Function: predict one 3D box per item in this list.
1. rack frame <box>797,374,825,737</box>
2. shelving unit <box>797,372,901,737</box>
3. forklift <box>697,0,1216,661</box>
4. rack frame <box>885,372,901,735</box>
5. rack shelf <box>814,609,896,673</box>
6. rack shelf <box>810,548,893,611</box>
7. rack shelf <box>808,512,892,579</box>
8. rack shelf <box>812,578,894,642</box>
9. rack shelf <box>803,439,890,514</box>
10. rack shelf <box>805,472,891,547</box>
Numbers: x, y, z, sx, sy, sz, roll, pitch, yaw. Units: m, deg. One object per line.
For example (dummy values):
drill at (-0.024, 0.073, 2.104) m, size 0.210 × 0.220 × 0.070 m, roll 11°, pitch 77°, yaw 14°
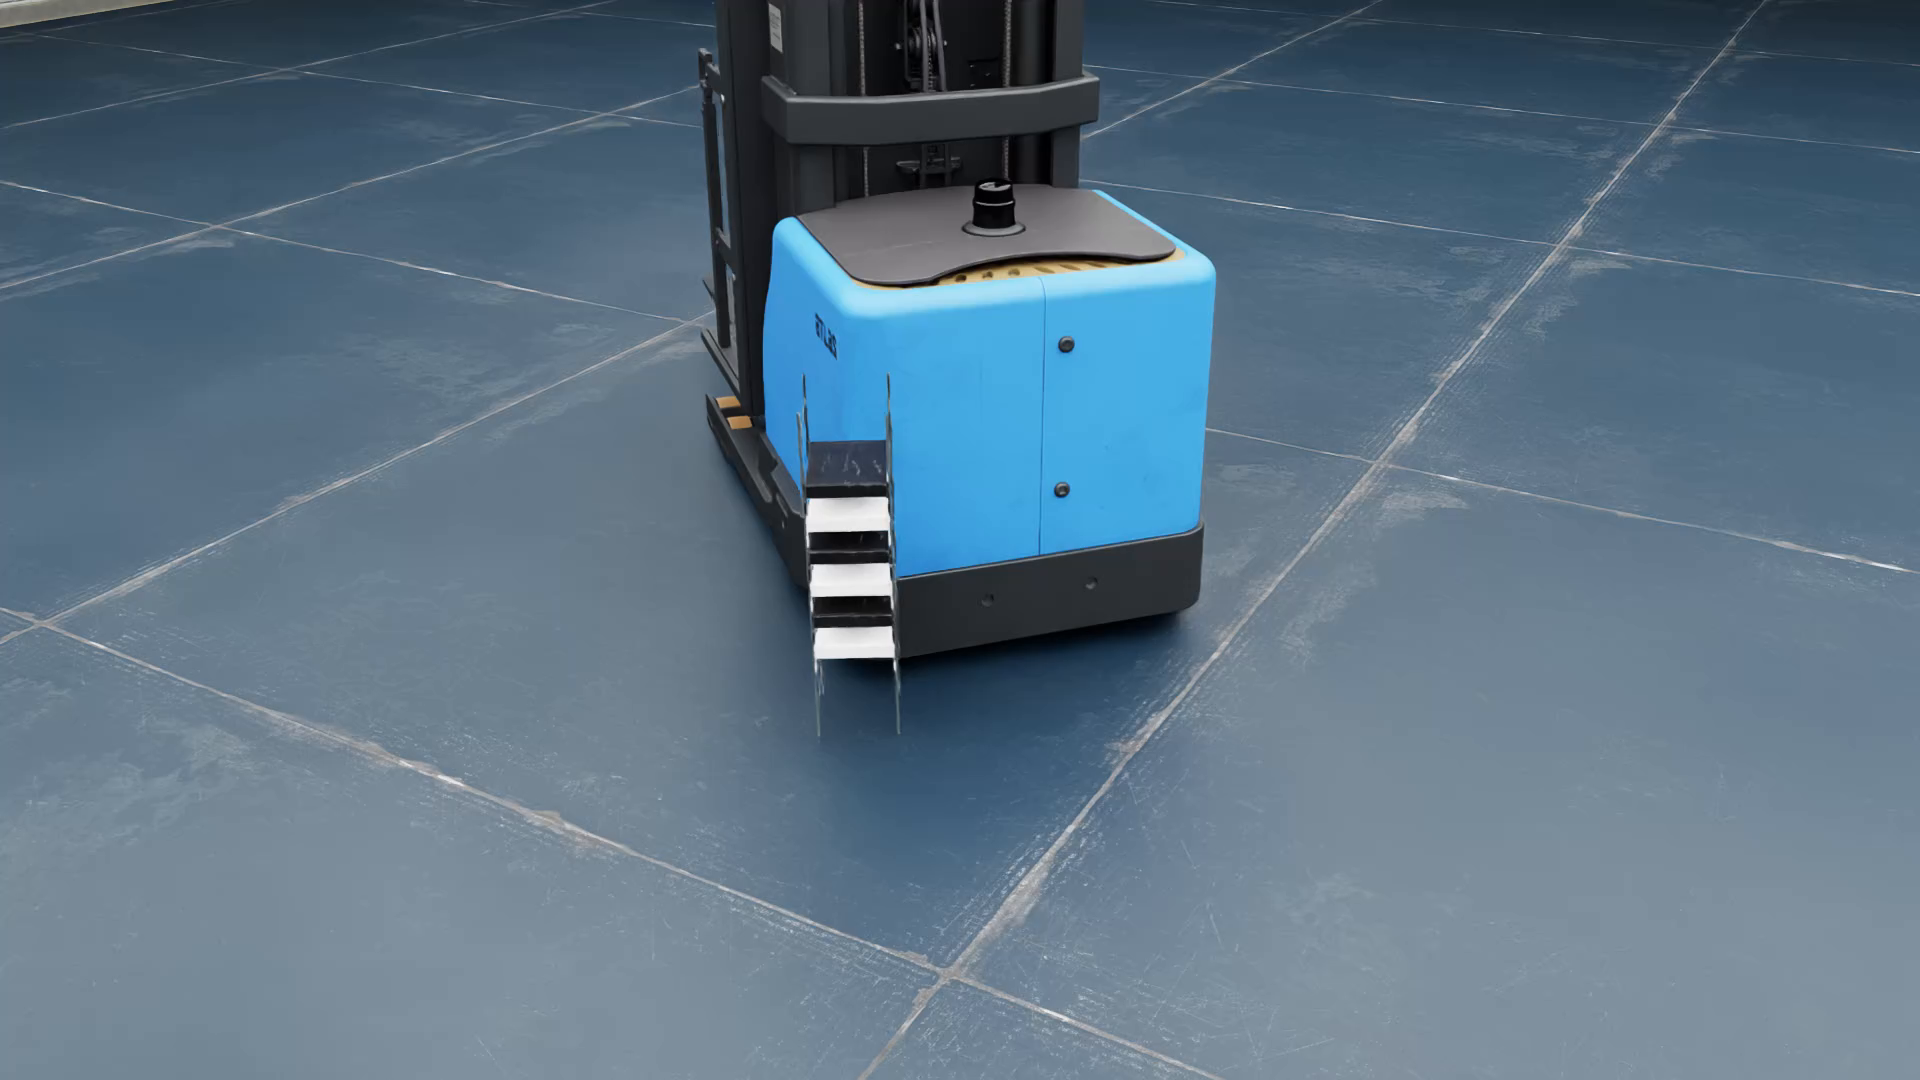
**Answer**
rack frame at (-0.368, 0.051, 4.128) m, size 0.006 × 0.900 × 0.240 m, roll -1°, pitch 29°, yaw -1°
shelving unit at (-0.266, 0.049, 4.130) m, size 0.210 × 0.900 × 0.258 m, roll -1°, pitch 29°, yaw -1°
forklift at (-0.268, -1.627, 5.226) m, size 1.130 × 2.935 × 3.031 m, roll -9°, pitch 28°, yaw -17°
rack frame at (-0.165, 0.046, 4.131) m, size 0.006 × 0.900 × 0.240 m, roll -1°, pitch 29°, yaw -1°
rack shelf at (-0.264, 0.235, 4.234) m, size 0.200 × 0.077 × 0.258 m, roll -1°, pitch 29°, yaw -1°
rack shelf at (-0.266, 0.078, 4.146) m, size 0.200 × 0.077 × 0.258 m, roll -1°, pitch 29°, yaw -1°
rack shelf at (-0.267, -0.001, 4.102) m, size 0.200 × 0.077 × 0.258 m, roll -1°, pitch 29°, yaw -1°
rack shelf at (-0.265, 0.156, 4.190) m, size 0.200 × 0.077 × 0.258 m, roll -1°, pitch 29°, yaw -1°
rack shelf at (-0.269, -0.158, 4.014) m, size 0.200 × 0.077 × 0.258 m, roll -1°, pitch 29°, yaw -1°
rack shelf at (-0.268, -0.079, 4.058) m, size 0.200 × 0.077 × 0.258 m, roll -1°, pitch 29°, yaw -1°
